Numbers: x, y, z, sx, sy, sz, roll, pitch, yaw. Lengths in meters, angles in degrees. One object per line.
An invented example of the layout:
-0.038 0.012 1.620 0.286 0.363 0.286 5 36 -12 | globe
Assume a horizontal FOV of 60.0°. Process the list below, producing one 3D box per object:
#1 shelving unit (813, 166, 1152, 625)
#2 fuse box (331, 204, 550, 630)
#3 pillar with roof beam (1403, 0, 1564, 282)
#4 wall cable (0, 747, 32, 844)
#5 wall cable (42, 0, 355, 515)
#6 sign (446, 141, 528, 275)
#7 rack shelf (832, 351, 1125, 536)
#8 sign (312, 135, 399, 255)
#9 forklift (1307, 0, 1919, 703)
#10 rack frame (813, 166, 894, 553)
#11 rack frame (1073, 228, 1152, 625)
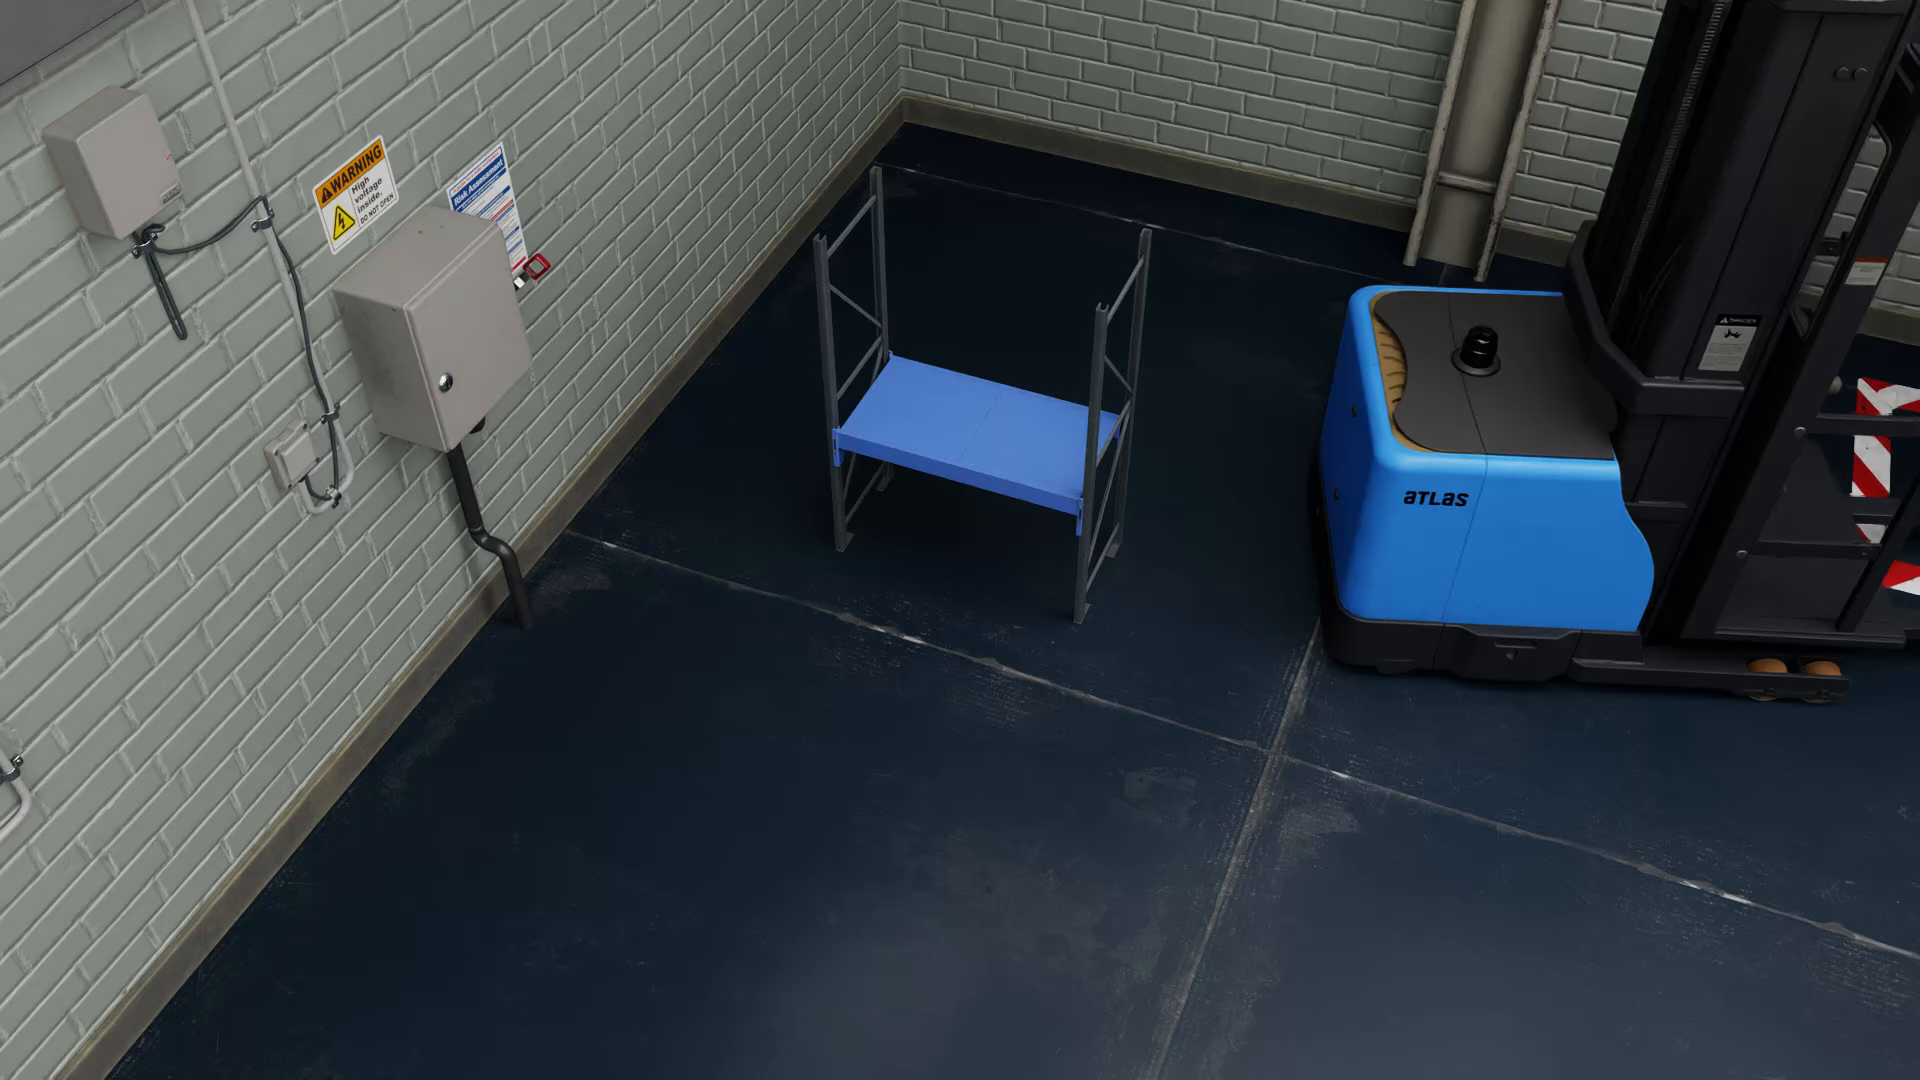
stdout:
0.079 -0.508 6.198 1.048 1.500 0.538 16 47 16 | shelving unit
-1.638 -0.291 5.829 0.414 1.711 0.539 16 47 16 | fuse box
0.740 -1.779 2.158 0.400 9.000 9.100 16 47 16 | pillar with roof beam
-2.581 0.209 3.671 0.123 1.953 0.585 16 47 16 | wall cable
-2.046 -0.706 4.613 0.122 1.984 0.588 16 47 16 | wall cable
-1.639 -1.091 5.788 0.001 0.494 0.329 16 47 16 | sign
0.079 -0.381 6.325 1.000 0.185 0.538 16 47 16 | rack shelf
-1.850 -1.060 5.104 0.001 0.242 0.339 16 47 16 | sign
2.915 -0.827 5.503 3.031 2.935 1.130 3 45 3 | forklift
-0.390 -0.647 6.336 0.032 1.500 0.500 16 47 16 | rack frame
0.548 -0.370 6.059 0.032 1.500 0.500 16 47 16 | rack frame
